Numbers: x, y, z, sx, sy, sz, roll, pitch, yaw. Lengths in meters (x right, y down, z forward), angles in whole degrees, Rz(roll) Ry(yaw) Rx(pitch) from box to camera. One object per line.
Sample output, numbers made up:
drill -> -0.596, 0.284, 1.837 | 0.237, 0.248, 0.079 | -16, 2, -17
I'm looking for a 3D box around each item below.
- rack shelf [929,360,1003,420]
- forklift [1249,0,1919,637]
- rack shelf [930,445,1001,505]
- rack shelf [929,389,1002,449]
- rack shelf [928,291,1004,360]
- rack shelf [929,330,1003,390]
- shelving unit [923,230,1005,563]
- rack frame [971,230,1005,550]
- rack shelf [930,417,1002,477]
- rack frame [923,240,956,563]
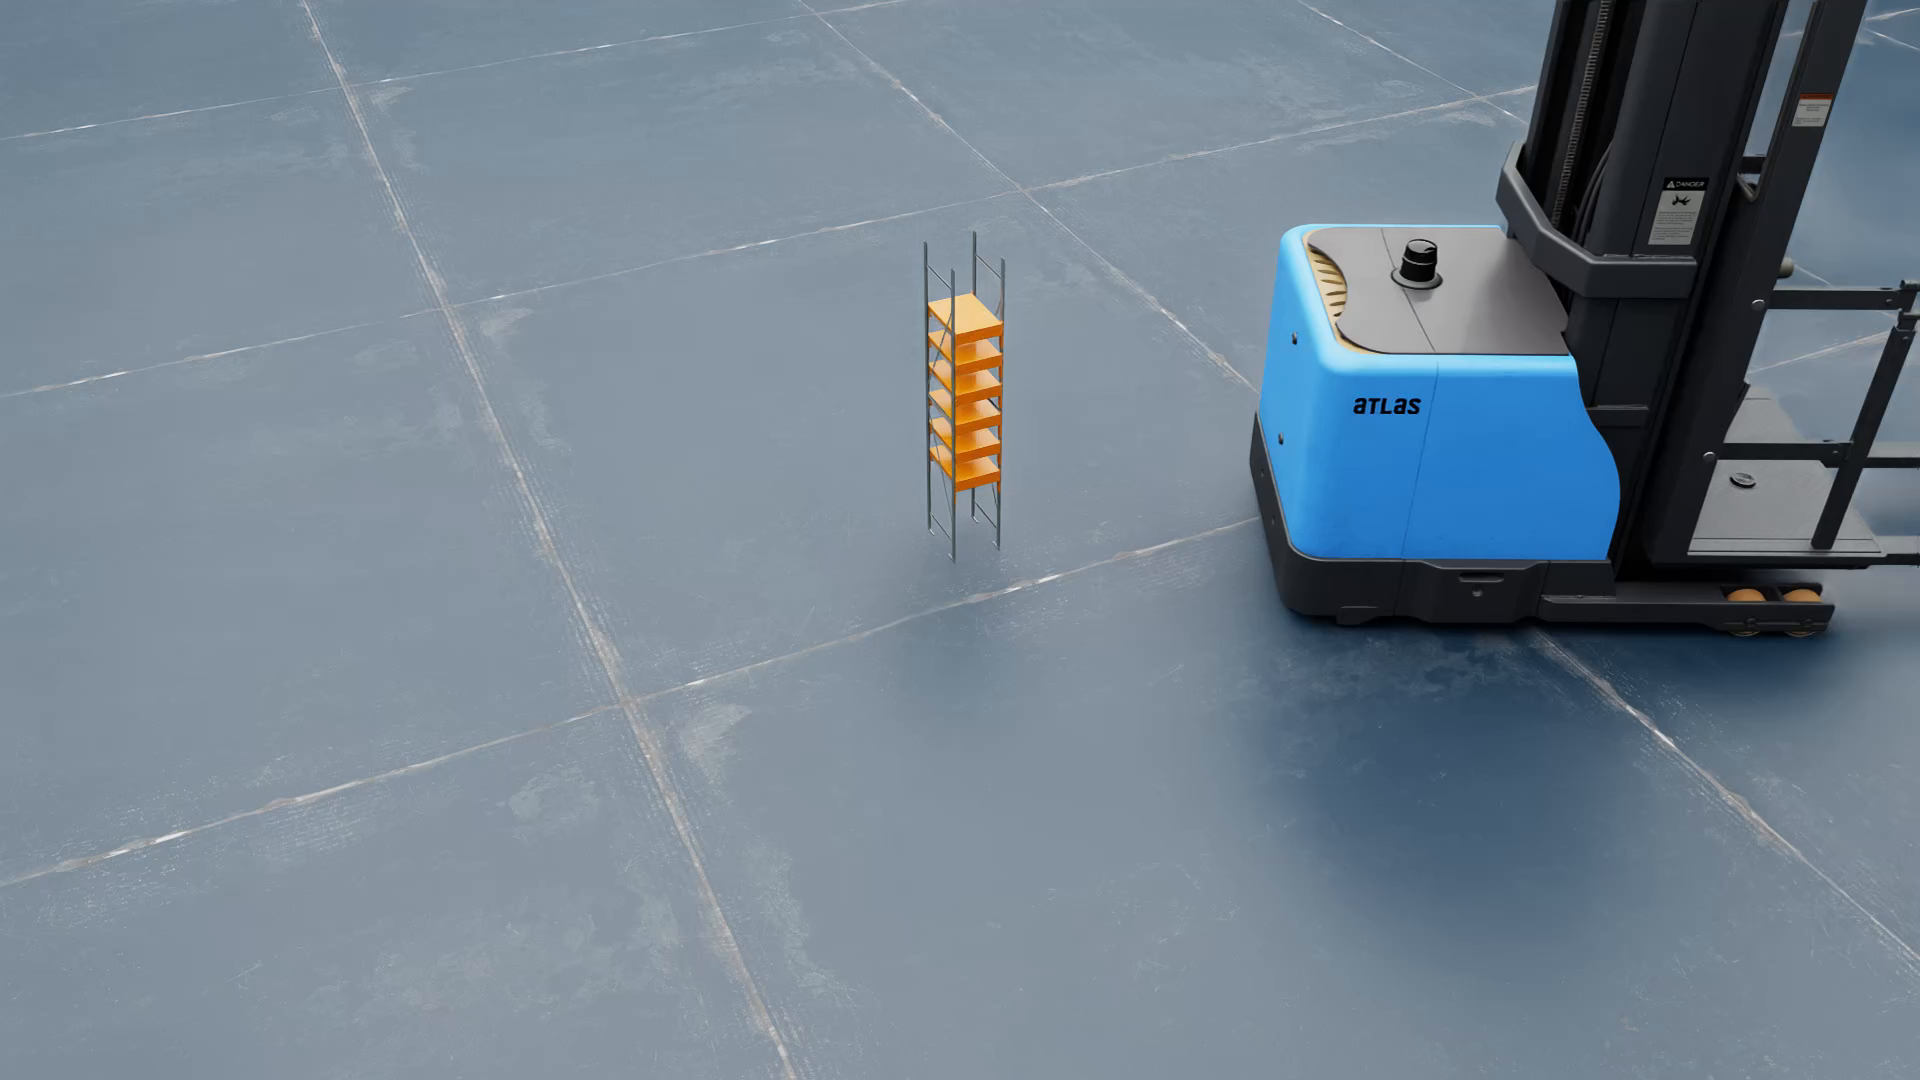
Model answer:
rack shelf -> 0.013, -0.546, 5.852 | 0.180, 0.103, 0.258 | -16, 39, -20
forklift -> 2.647, -1.161, 5.354 | 3.031, 2.935, 1.130 | 0, 37, 0
rack shelf -> 0.013, -0.257, 6.067 | 0.180, 0.103, 0.258 | -16, 39, -20
rack shelf -> 0.013, -0.450, 5.924 | 0.180, 0.103, 0.258 | -16, 39, -20
rack shelf -> 0.013, -0.739, 5.710 | 0.180, 0.103, 0.258 | -16, 39, -20
rack shelf -> 0.013, -0.643, 5.781 | 0.180, 0.103, 0.258 | -16, 39, -20
shelving unit -> 0.013, -0.486, 5.898 | 0.189, 1.200, 0.258 | -16, 39, -20
rack frame -> 0.096, -0.509, 5.929 | 0.006, 1.200, 0.240 | -16, 39, -20
rack shelf -> 0.013, -0.354, 5.995 | 0.180, 0.103, 0.258 | -16, 39, -20
rack frame -> -0.070, -0.462, 5.866 | 0.006, 1.200, 0.240 | -16, 39, -20
